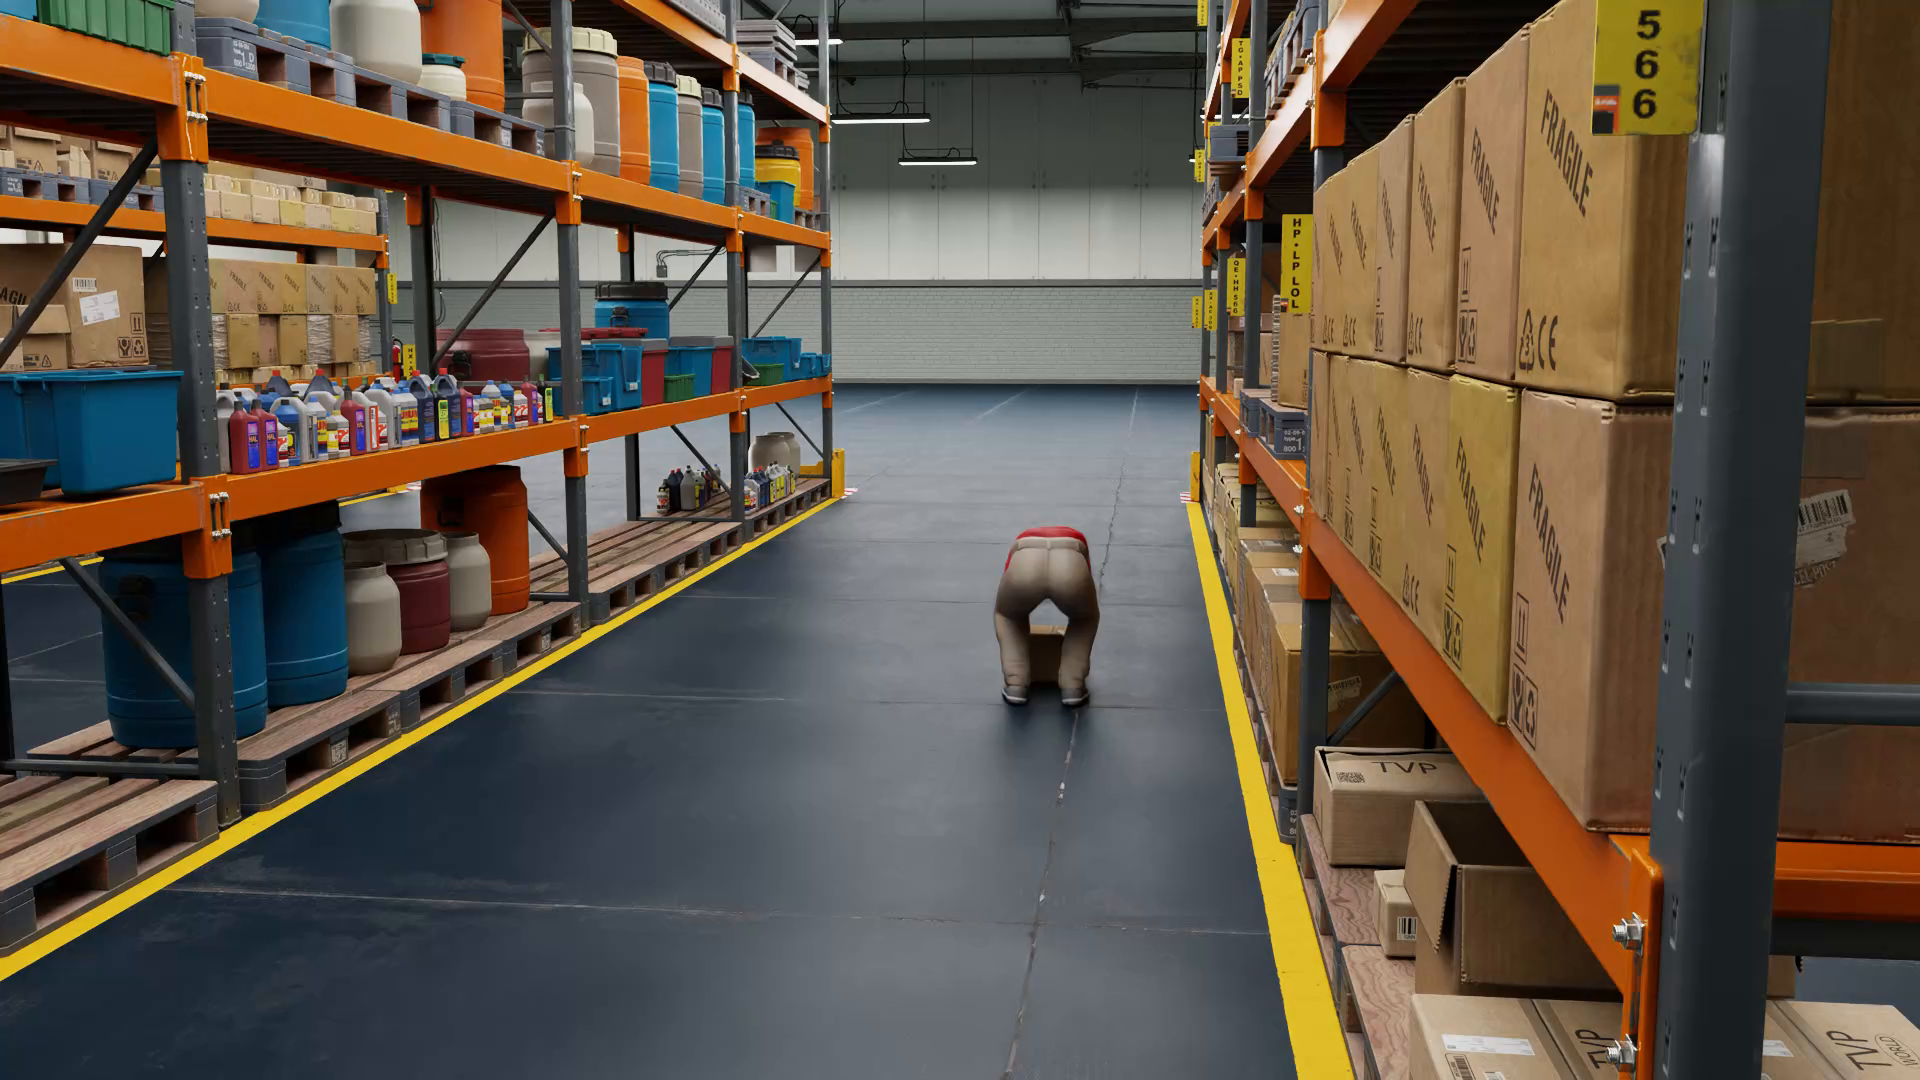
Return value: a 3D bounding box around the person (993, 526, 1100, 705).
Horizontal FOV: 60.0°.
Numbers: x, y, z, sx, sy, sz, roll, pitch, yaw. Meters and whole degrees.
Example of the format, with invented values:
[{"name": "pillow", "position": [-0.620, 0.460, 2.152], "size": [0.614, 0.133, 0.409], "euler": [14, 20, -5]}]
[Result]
[{"name": "person", "position": [0.443, 0.350, 8.466], "size": [0.544, 0.884, 0.957], "euler": [1, 8, 4]}]
